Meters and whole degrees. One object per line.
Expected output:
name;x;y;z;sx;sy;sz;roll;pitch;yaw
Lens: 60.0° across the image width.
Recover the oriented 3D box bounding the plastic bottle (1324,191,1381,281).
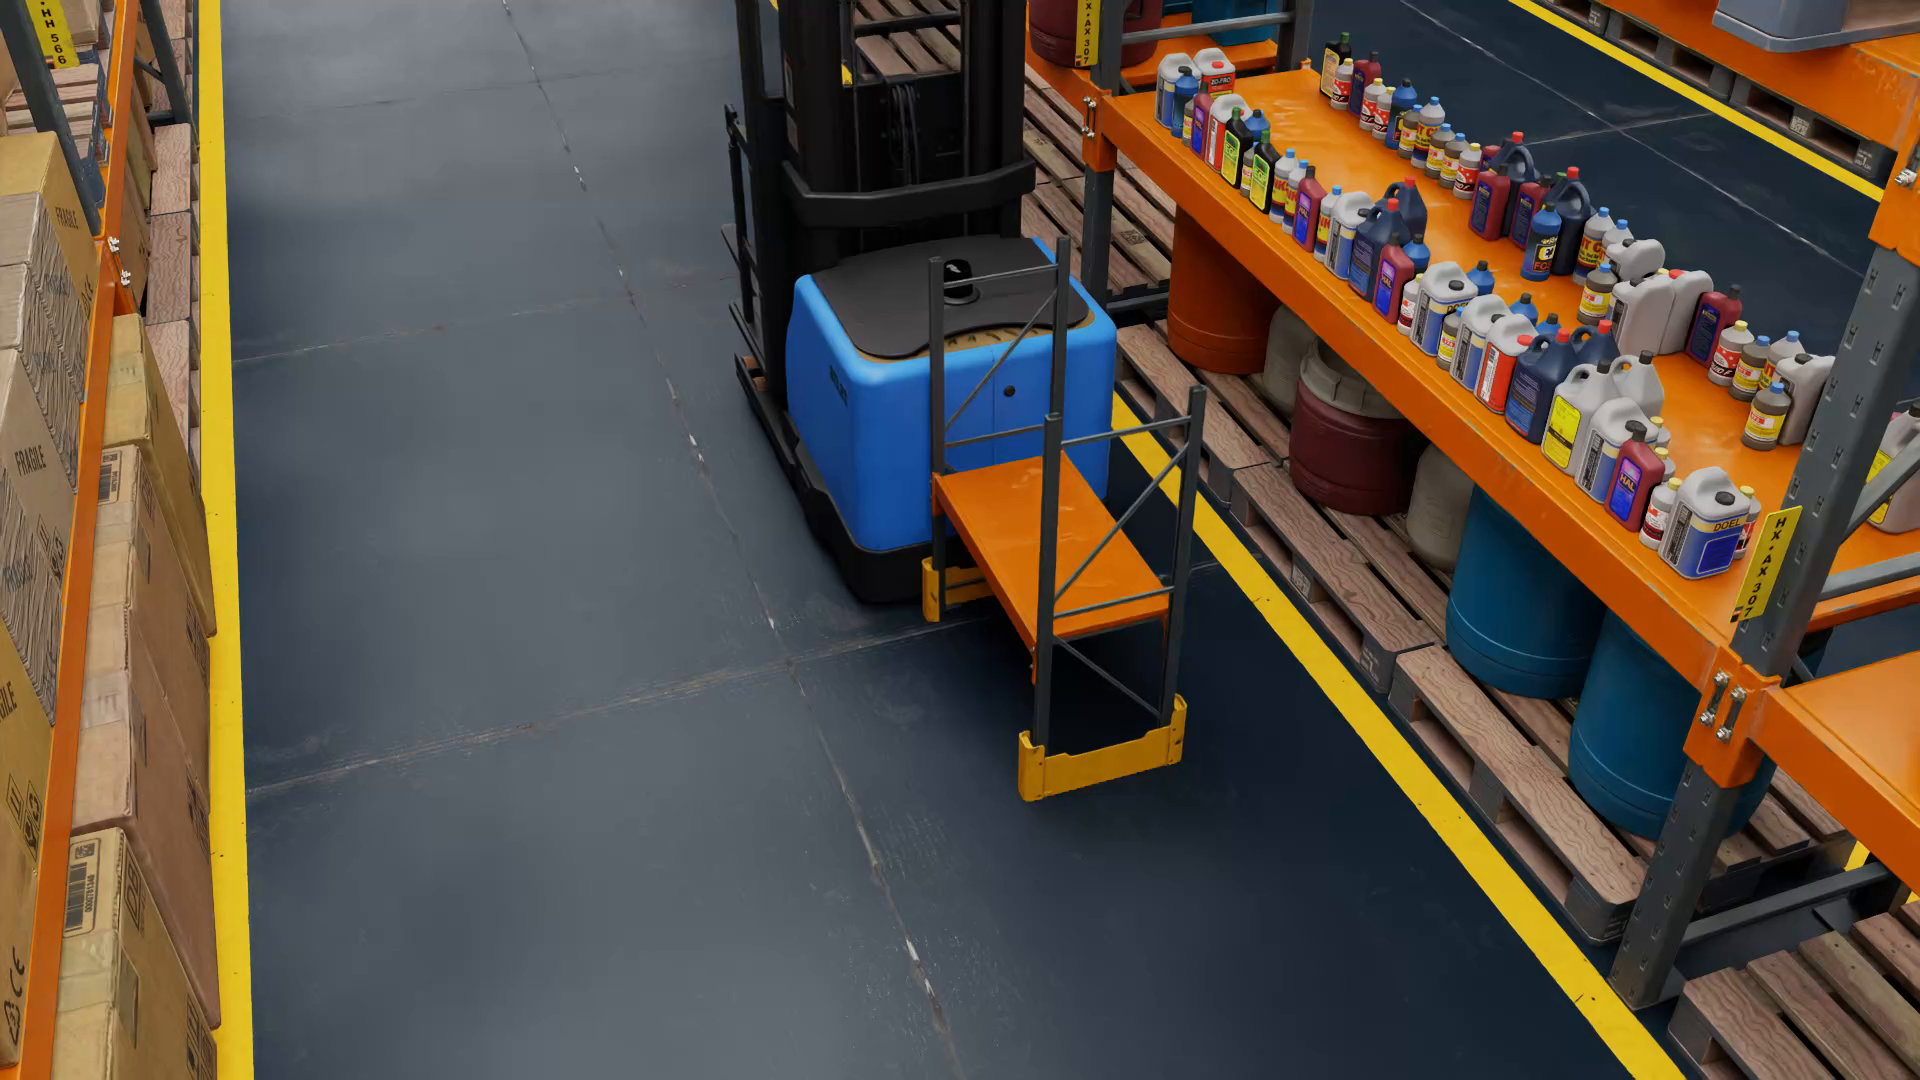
plastic bottle;1.373;-1.056;5.762;0.152;0.276;0.135;-12;39;-16

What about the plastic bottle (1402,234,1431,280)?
plastic bottle;1.508;-0.891;5.547;0.097;0.271;0.097;0;37;0

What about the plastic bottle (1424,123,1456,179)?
plastic bottle;1.860;-1.507;6.423;0.097;0.201;0.097;0;37;0

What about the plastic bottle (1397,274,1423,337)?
plastic bottle;1.497;-0.776;5.452;0.097;0.201;0.097;0;37;0

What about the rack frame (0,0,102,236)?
rack frame;-3.600;-1.175;5.817;1.000;3.000;0.127;-12;39;-16

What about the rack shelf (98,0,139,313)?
rack shelf;-4.288;-2.018;7.534;1.077;0.370;4.000;-12;39;-16

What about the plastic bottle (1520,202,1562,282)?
plastic bottle;2.010;-1.035;5.738;0.097;0.271;0.097;0;37;0

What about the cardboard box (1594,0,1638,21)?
cardboard box;4.588;-3.693;11.096;0.500;0.250;0.500;-14;39;-17

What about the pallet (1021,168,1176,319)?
pallet;0.820;-1.533;8.609;1.003;0.211;1.213;-12;39;-16

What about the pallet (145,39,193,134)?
pallet;-5.241;-2.693;10.150;1.003;0.211;1.213;-12;39;-16

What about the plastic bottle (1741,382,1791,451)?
plastic bottle;2.389;-0.372;4.916;0.097;0.201;0.097;0;37;0

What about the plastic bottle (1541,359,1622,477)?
plastic bottle;1.803;-0.373;4.793;0.144;0.351;0.185;-12;39;-16

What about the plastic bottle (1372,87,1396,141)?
plastic bottle;1.726;-1.727;6.715;0.097;0.201;0.097;0;37;0

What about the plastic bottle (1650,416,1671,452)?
plastic bottle;1.973;-0.260;4.767;0.097;0.201;0.097;0;37;0

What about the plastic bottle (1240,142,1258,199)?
plastic bottle;1.115;-1.402;6.283;0.097;0.201;0.097;0;37;0

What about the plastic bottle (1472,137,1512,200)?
plastic bottle;1.984;-1.368;6.170;0.061;0.283;0.133;-12;39;-16

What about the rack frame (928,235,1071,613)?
rack frame;0.135;-0.374;6.000;0.500;1.500;0.032;-12;39;-16

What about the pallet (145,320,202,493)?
pallet;-3.868;-0.503;7.243;1.003;0.211;1.213;-12;39;-16

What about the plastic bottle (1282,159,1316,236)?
plastic bottle;1.228;-1.245;6.016;0.097;0.271;0.097;0;37;0

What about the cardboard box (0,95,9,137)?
cardboard box;-3.823;-1.680;6.055;0.500;0.500;0.500;-17;40;-21

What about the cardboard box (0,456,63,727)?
cardboard box;-2.493;0.166;3.953;0.500;0.500;0.500;-13;39;-17

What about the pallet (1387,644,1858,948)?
pallet;2.201;0.728;5.608;1.003;0.211;1.213;-12;39;-16

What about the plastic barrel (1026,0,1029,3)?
plastic barrel;0.496;-2.782;7.858;0.421;0.512;0.421;0;37;0

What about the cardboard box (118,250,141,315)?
cardboard box;-4.052;-1.038;7.346;0.700;0.500;0.500;-16;40;-20

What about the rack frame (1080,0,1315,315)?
rack frame;1.050;-2.201;7.179;1.000;3.000;0.127;-12;39;-16

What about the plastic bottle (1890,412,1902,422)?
plastic bottle;2.655;-0.265;4.706;0.061;0.283;0.133;-12;39;-16

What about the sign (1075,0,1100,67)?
sign;0.536;-2.148;6.973;0.100;0.325;0.005;-12;39;-16

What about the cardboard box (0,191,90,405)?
cardboard box;-3.031;-0.705;5.110;0.500;0.500;0.500;-13;39;-16

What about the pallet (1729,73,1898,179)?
pallet;5.456;-2.583;10.004;1.003;0.211;1.213;-12;39;-16

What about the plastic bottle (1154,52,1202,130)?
plastic bottle;0.896;-1.840;6.802;0.152;0.276;0.135;-12;39;-16

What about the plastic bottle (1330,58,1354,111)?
plastic bottle;1.613;-1.912;6.961;0.097;0.201;0.097;0;37;0

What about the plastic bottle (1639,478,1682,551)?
plastic bottle;1.922;-0.077;4.525;0.097;0.201;0.097;0;37;0

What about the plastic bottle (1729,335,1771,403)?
plastic bottle;2.452;-0.535;5.132;0.097;0.201;0.097;0;37;0

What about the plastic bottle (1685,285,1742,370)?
plastic bottle;2.396;-0.692;5.272;0.061;0.283;0.133;-12;39;-16

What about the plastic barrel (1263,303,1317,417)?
plastic barrel;1.513;-0.801;7.040;0.421;0.512;0.421;0;37;0

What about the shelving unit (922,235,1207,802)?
shelving unit;0.311;-0.081;5.611;0.587;1.500;1.083;-12;39;-16

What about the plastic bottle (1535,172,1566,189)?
plastic bottle;2.093;-1.188;5.932;0.061;0.283;0.133;-12;39;-16

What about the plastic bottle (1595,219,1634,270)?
plastic bottle;2.213;-0.955;5.632;0.097;0.271;0.097;0;37;0

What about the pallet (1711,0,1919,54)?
pallet;2.065;-1.486;3.894;1.213;0.211;1.003;-12;39;-16

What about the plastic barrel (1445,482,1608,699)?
plastic barrel;2.012;0.018;5.627;0.600;0.901;0.708;-12;39;-16

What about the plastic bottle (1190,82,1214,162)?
plastic bottle;0.966;-1.648;6.541;0.061;0.283;0.133;-12;39;-16

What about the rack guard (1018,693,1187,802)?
rack guard;0.480;0.700;5.613;0.587;0.250;0.087;-12;39;-16

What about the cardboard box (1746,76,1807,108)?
cardboard box;5.112;-2.831;9.951;0.500;0.250;0.500;-13;39;-16

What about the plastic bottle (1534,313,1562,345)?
plastic bottle;1.799;-0.573;5.125;0.097;0.271;0.097;0;37;0

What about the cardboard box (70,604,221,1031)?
cardboard box;-2.771;0.903;4.475;1.225;0.875;0.875;-14;39;-18

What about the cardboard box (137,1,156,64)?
cardboard box;-5.281;-3.160;10.181;0.500;0.500;0.500;-1;37;-1

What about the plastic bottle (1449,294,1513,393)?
plastic bottle;1.642;-0.615;5.176;0.152;0.276;0.135;-12;39;-16

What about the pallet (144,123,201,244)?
pallet;-4.707;-1.882;9.073;1.003;0.211;1.213;-12;39;-16

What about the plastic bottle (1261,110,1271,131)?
plastic bottle;1.166;-1.585;6.526;0.097;0.201;0.097;0;37;0

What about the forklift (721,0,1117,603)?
forklift;-0.389;-1.820;6.730;1.130;2.935;3.031;-12;39;-16

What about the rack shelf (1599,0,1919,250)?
rack shelf;1.739;-1.982;4.993;1.077;0.370;4.000;-12;39;-16

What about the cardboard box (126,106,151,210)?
cardboard box;-4.639;-1.988;8.607;0.700;0.500;0.500;-13;39;-16
